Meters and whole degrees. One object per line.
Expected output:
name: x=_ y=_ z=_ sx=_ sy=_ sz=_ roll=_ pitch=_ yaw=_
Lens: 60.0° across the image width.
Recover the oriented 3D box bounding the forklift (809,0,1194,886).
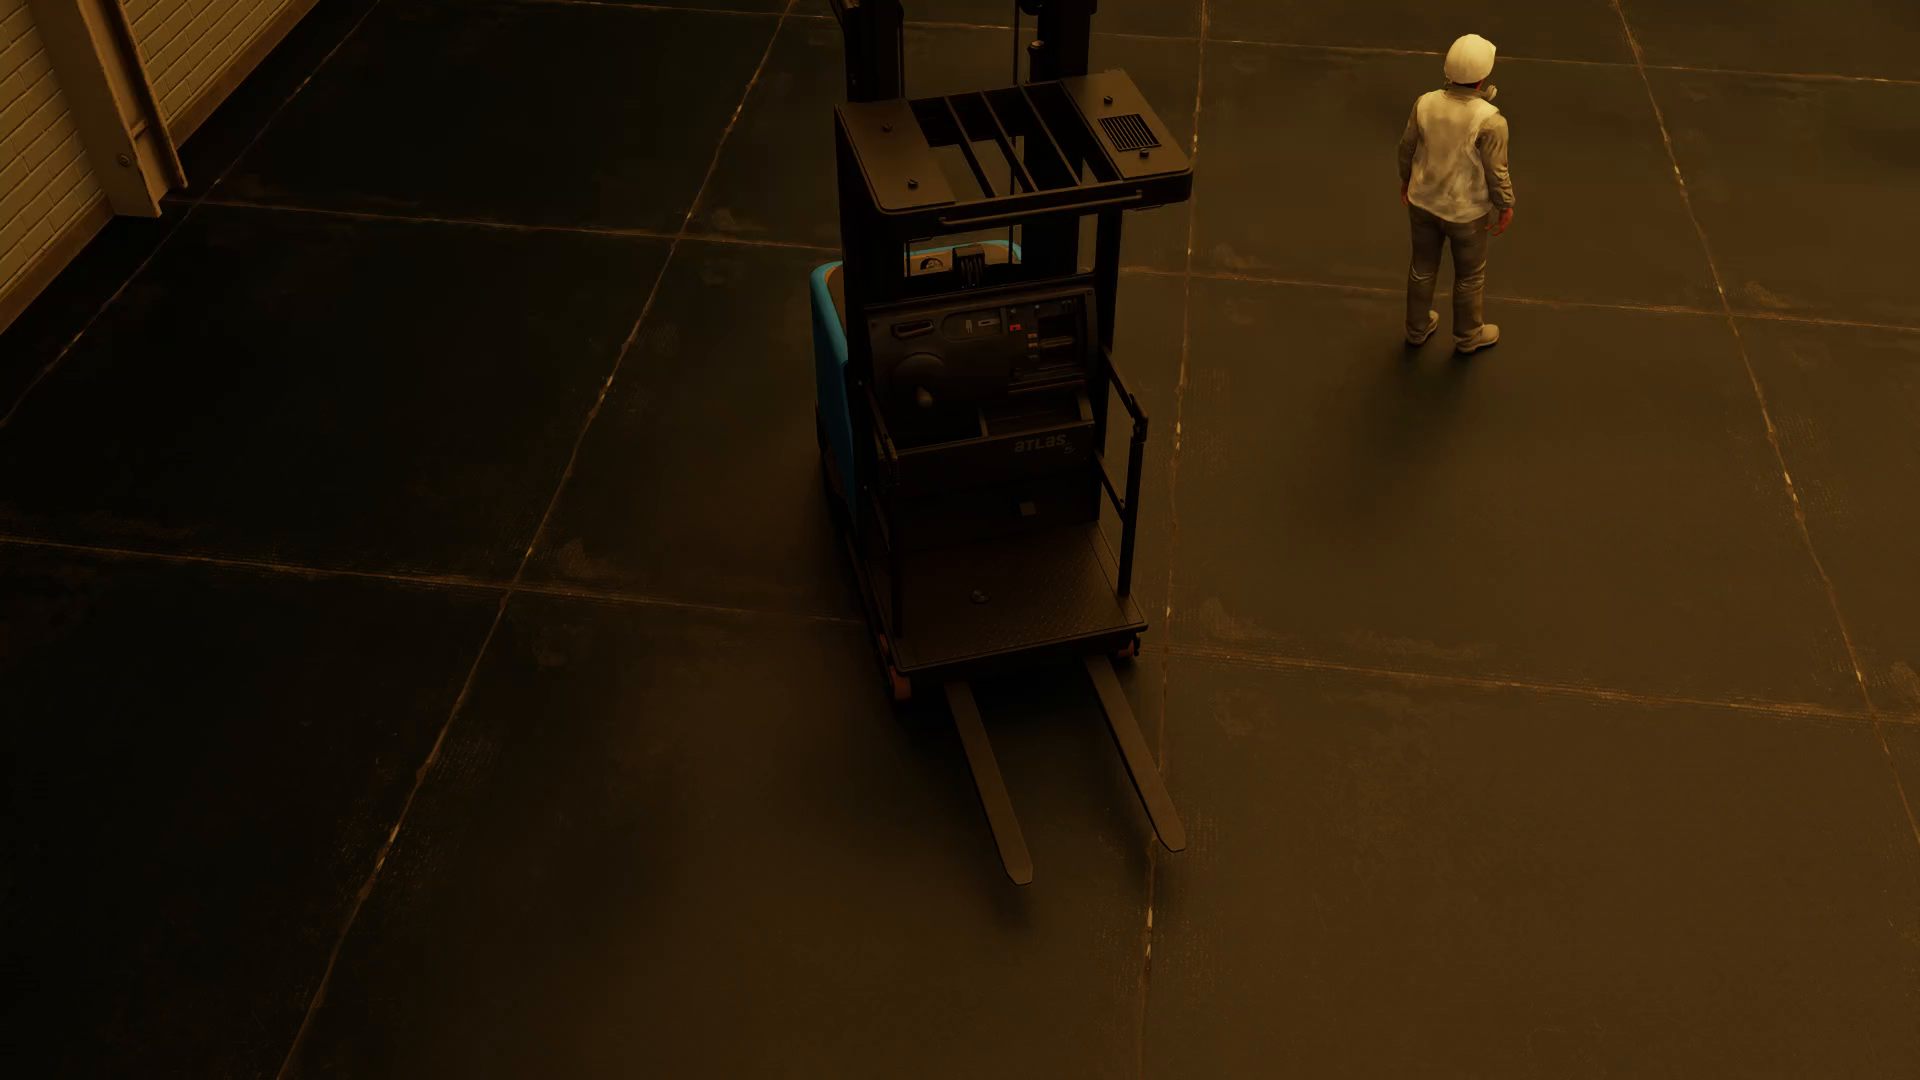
forklift: x=0.153 y=-0.681 z=6.465 sx=1.130 sy=2.935 sz=3.031 roll=-10 pitch=44 yaw=-11

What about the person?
person: x=2.548 y=-1.768 z=8.493 sx=0.634 sy=1.775 sz=0.567 roll=32 pitch=51 yaw=30
